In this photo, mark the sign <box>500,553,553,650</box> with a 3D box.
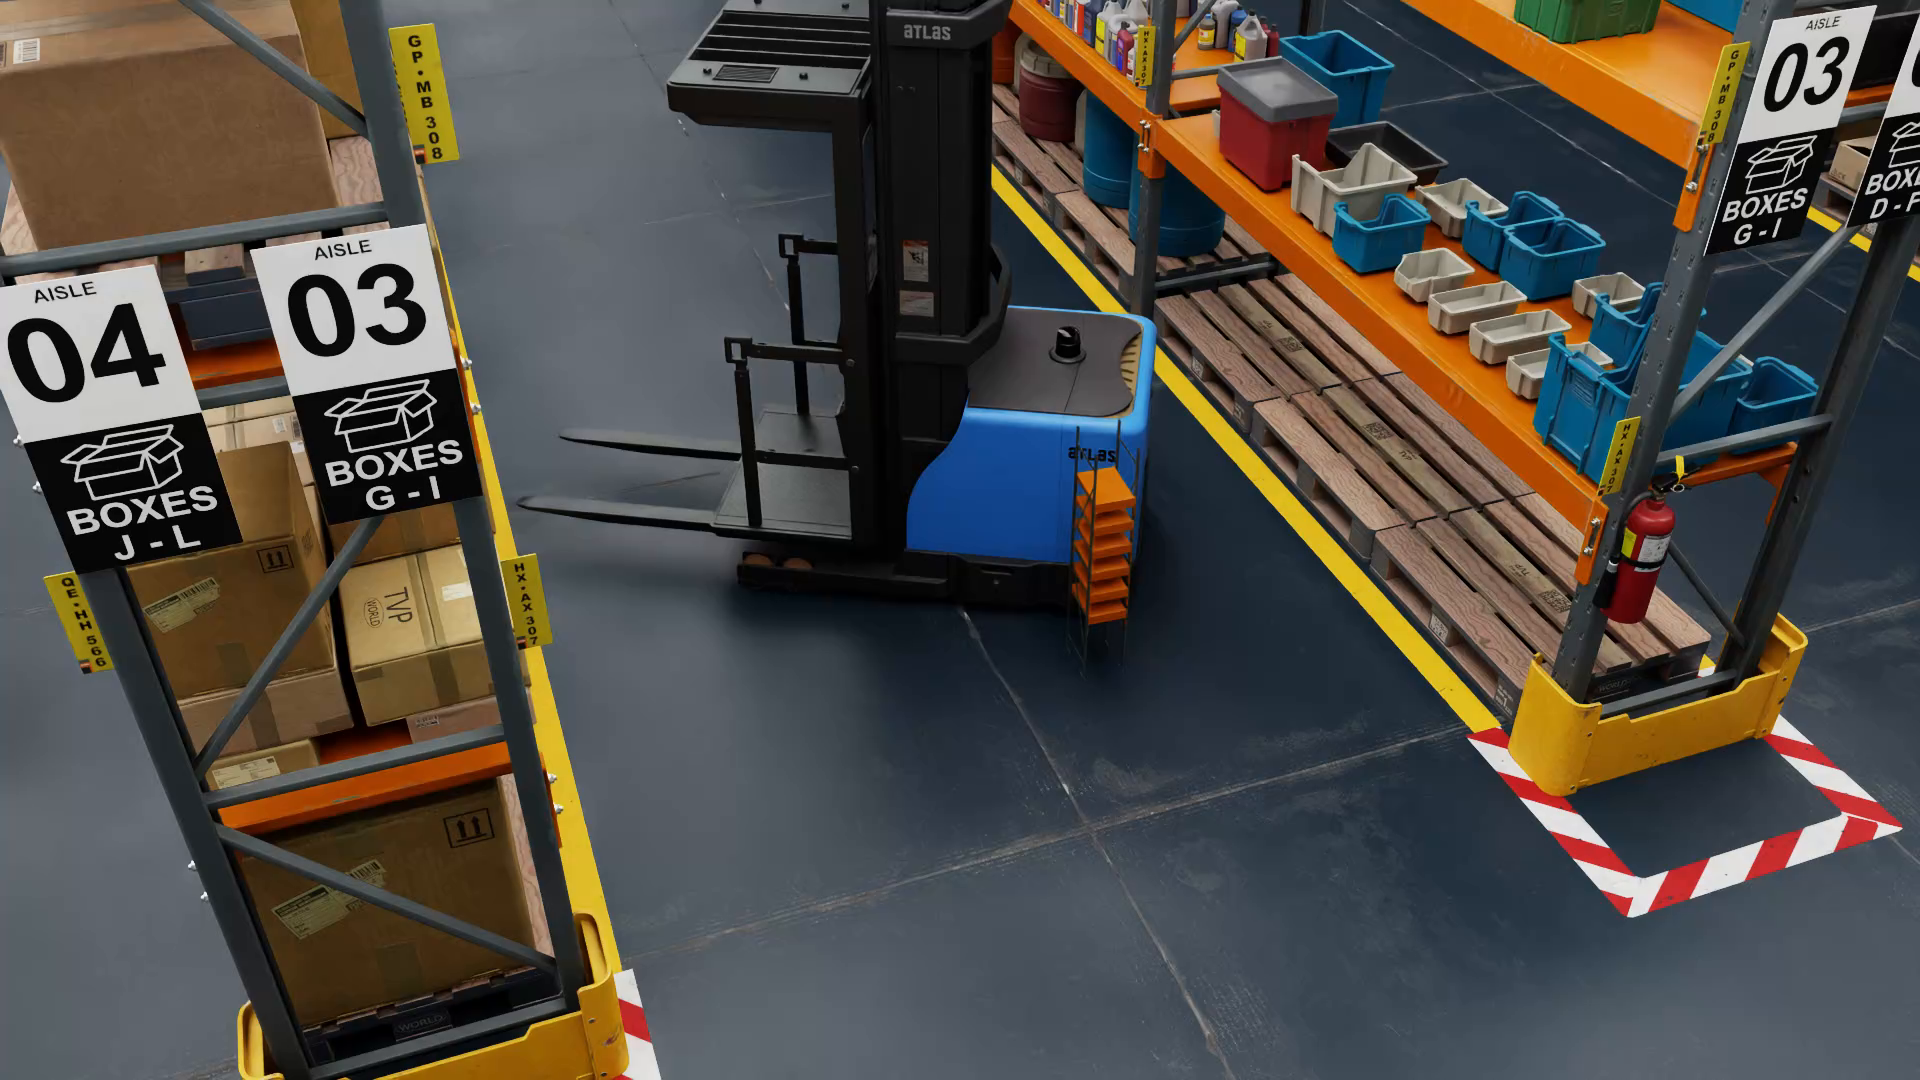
[{"bbox_3d":[-1.232,0.178,4.735,0.100,0.325,0.005,-12,39,-16],"label":"sign"}]

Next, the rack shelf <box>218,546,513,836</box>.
[{"bbox_3d":[-2.444,-0.253,6.529,0.919,0.124,3.809,-12,39,-16],"label":"rack shelf"}]

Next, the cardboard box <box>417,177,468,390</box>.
[{"bbox_3d":[-3.371,-1.269,8.858,1.225,0.875,0.875,-12,39,-16],"label":"cardboard box"}]

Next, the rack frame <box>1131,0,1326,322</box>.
[{"bbox_3d":[1.519,-2.618,9.232,1.000,3.000,0.127,-12,39,-16],"label":"rack frame"}]

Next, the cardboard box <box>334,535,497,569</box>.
[{"bbox_3d":[-1.852,-0.011,5.649,0.500,0.250,0.500,-13,39,-16],"label":"cardboard box"}]

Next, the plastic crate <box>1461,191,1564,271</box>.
[{"bbox_3d":[2.563,-1.436,7.753,0.416,0.233,0.300,-12,39,-16],"label":"plastic crate"}]

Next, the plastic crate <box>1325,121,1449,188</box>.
[{"bbox_3d":[2.156,-1.955,8.532,0.437,0.125,0.590,-12,39,-16],"label":"plastic crate"}]

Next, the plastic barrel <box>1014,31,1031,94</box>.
[{"bbox_3d":[0.605,-3.478,12.093,0.421,0.512,0.421,0,37,0],"label":"plastic barrel"}]

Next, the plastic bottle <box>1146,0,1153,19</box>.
[{"bbox_3d":[1.256,-3.400,10.374,0.152,0.276,0.135,-12,39,-16],"label":"plastic bottle"}]

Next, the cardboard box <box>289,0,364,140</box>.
[{"bbox_3d":[-2.065,-1.404,4.612,0.700,0.500,0.500,-14,39,-18],"label":"cardboard box"}]

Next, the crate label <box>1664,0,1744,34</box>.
[{"bbox_3d":[2.881,-2.085,6.156,0.408,0.251,0.502,-12,39,-16],"label":"crate label"}]

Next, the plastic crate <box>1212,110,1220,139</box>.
[{"bbox_3d":[1.545,-2.244,8.905,0.396,0.136,0.243,-12,39,-16],"label":"plastic crate"}]

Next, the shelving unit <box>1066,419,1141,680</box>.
[{"bbox_3d":[0.608,0.059,7.174,0.189,1.200,0.258,-10,38,-13],"label":"shelving unit"}]

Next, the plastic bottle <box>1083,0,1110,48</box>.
[{"bbox_3d":[0.831,-3.154,9.985,0.144,0.351,0.185,-12,39,-16],"label":"plastic bottle"}]

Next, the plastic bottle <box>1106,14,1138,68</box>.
[{"bbox_3d":[0.954,-2.930,9.750,0.152,0.276,0.135,-12,39,-16],"label":"plastic bottle"}]

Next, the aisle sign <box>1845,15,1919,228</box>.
[{"bbox_3d":[3.199,-1.417,5.478,0.394,0.787,0.004,-12,39,-16],"label":"aisle sign"}]

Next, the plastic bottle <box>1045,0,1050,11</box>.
[{"bbox_3d":[0.588,-3.452,10.505,0.097,0.201,0.097,0,37,0],"label":"plastic bottle"}]

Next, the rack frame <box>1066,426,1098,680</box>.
[{"bbox_3d":[0.520,0.075,7.153,0.006,1.200,0.240,-10,38,-13],"label":"rack frame"}]

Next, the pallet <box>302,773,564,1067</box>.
[{"bbox_3d":[-2.104,1.346,6.288,1.003,0.211,1.213,-12,39,-16],"label":"pallet"}]

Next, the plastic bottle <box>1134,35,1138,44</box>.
[{"bbox_3d":[1.025,-2.842,9.695,0.097,0.201,0.097,0,37,0],"label":"plastic bottle"}]

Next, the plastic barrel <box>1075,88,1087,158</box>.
[{"bbox_3d":[0.993,-2.840,11.246,0.421,0.512,0.421,0,37,0],"label":"plastic barrel"}]

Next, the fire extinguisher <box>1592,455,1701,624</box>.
[{"bbox_3d":[2.520,0.001,6.130,0.296,0.674,0.183,-12,39,-16],"label":"fire extinguisher"}]

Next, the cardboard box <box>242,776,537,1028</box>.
[{"bbox_3d":[-2.051,1.003,5.842,0.875,0.875,0.875,-12,39,-16],"label":"cardboard box"}]

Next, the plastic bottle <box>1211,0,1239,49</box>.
[{"bbox_3d":[1.591,-3.115,9.996,0.152,0.276,0.135,-12,39,-16],"label":"plastic bottle"}]

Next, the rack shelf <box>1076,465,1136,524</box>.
[{"bbox_3d":[0.608,-0.193,6.984,0.180,0.103,0.258,-10,38,-13],"label":"rack shelf"}]

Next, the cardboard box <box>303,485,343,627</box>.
[{"bbox_3d":[-2.345,0.103,5.498,0.500,0.250,0.500,-13,39,-17],"label":"cardboard box"}]

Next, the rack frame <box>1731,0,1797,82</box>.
[{"bbox_3d":[2.895,-2.755,4.428,1.000,3.000,0.127,-12,39,-16],"label":"rack frame"}]

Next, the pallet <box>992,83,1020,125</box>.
[{"bbox_3d":[0.453,-3.327,12.491,1.003,0.211,1.213,-12,39,-16],"label":"pallet"}]

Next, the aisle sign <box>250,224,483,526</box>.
[{"bbox_3d":[-1.449,-0.393,4.117,0.394,0.787,0.004,-12,39,-16],"label":"aisle sign"}]

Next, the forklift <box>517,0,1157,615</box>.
[{"bbox_3d":[-0.617,-1.227,7.443,3.031,2.935,1.130,5,37,7],"label":"forklift"}]

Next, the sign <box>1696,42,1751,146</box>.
[{"bbox_3d":[2.384,-1.392,5.198,0.100,0.325,0.005,-12,39,-16],"label":"sign"}]

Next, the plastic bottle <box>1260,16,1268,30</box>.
[{"bbox_3d":[1.747,-2.942,9.760,0.061,0.283,0.133,-12,39,-16],"label":"plastic bottle"}]

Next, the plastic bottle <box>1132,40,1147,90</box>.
[{"bbox_3d":[1.079,-2.724,9.476,0.152,0.276,0.135,-12,39,-16],"label":"plastic bottle"}]

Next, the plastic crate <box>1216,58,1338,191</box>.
[{"bbox_3d":[1.590,-2.111,8.457,0.402,0.464,0.583,-12,39,-16],"label":"plastic crate"}]

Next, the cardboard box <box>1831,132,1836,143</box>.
[{"bbox_3d":[5.732,-3.038,11.502,0.500,0.500,0.500,-13,39,-16],"label":"cardboard box"}]

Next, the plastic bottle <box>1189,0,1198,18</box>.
[{"bbox_3d":[1.487,-3.368,10.326,0.061,0.283,0.133,-12,39,-16],"label":"plastic bottle"}]

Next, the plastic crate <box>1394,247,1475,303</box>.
[{"bbox_3d":[2.120,-1.182,7.496,0.298,0.136,0.250,-12,39,-16],"label":"plastic crate"}]

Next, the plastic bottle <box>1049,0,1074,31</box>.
[{"bbox_3d":[0.694,-3.357,10.317,0.152,0.276,0.367,-12,39,-16],"label":"plastic bottle"}]

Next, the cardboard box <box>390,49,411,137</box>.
[{"bbox_3d":[-4.290,-2.777,10.860,1.225,0.875,0.875,-14,39,-18],"label":"cardboard box"}]

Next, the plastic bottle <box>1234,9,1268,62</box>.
[{"bbox_3d":[1.688,-2.887,9.631,0.144,0.351,0.185,-12,39,-16],"label":"plastic bottle"}]

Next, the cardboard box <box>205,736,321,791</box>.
[{"bbox_3d":[-2.187,0.635,5.123,0.380,0.149,0.250,-12,39,-15],"label":"cardboard box"}]

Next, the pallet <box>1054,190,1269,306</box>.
[{"bbox_3d":[1.292,-1.949,10.661,1.003,0.211,1.213,-12,39,-16],"label":"pallet"}]

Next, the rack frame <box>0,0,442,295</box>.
[{"bbox_3d":[-1.755,-1.729,3.066,1.000,3.000,0.127,-12,39,-16],"label":"rack frame"}]

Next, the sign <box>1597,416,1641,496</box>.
[{"bbox_3d":[2.384,-0.300,6.020,0.100,0.325,0.005,-12,39,-16],"label":"sign"}]

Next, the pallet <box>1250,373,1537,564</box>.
[{"bbox_3d":[2.232,-0.406,8.614,1.003,0.211,1.213,-12,39,-16],"label":"pallet"}]

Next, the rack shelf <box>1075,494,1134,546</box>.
[{"bbox_3d":[0.608,-0.097,7.057,0.180,0.103,0.258,-10,38,-13],"label":"rack shelf"}]

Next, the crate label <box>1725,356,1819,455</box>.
[{"bbox_3d":[3.119,-0.523,6.540,0.416,0.233,0.303,-12,39,-16],"label":"crate label"}]

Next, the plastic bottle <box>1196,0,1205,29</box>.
[{"bbox_3d":[1.510,-3.267,10.259,0.097,0.201,0.097,0,37,0],"label":"plastic bottle"}]

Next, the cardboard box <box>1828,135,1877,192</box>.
[{"bbox_3d":[6.112,-2.461,10.893,0.500,0.311,0.500,-12,39,-16],"label":"cardboard box"}]

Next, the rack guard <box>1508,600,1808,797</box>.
[{"bbox_3d":[2.915,0.651,6.970,1.175,0.500,0.348,-12,39,-16],"label":"rack guard"}]

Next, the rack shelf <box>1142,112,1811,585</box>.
[{"bbox_3d":[2.207,-1.201,7.949,1.077,0.370,4.000,-12,39,-16],"label":"rack shelf"}]

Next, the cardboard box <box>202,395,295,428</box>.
[{"bbox_3d":[-2.704,-0.478,6.269,0.500,0.250,0.500,-12,39,-16],"label":"cardboard box"}]

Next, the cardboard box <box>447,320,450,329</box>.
[{"bbox_3d":[-2.023,-0.592,5.797,0.500,0.500,0.500,-13,39,-17],"label":"cardboard box"}]

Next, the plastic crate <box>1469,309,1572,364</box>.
[{"bbox_3d":[2.358,-0.867,7.077,0.396,0.136,0.243,-12,39,-16],"label":"plastic crate"}]

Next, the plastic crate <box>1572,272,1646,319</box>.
[{"bbox_3d":[2.853,-1.066,7.341,0.250,0.136,0.298,-12,39,-16],"label":"plastic crate"}]

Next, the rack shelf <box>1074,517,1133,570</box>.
[{"bbox_3d":[0.608,-0.001,7.129,0.180,0.103,0.258,-10,38,-13],"label":"rack shelf"}]
